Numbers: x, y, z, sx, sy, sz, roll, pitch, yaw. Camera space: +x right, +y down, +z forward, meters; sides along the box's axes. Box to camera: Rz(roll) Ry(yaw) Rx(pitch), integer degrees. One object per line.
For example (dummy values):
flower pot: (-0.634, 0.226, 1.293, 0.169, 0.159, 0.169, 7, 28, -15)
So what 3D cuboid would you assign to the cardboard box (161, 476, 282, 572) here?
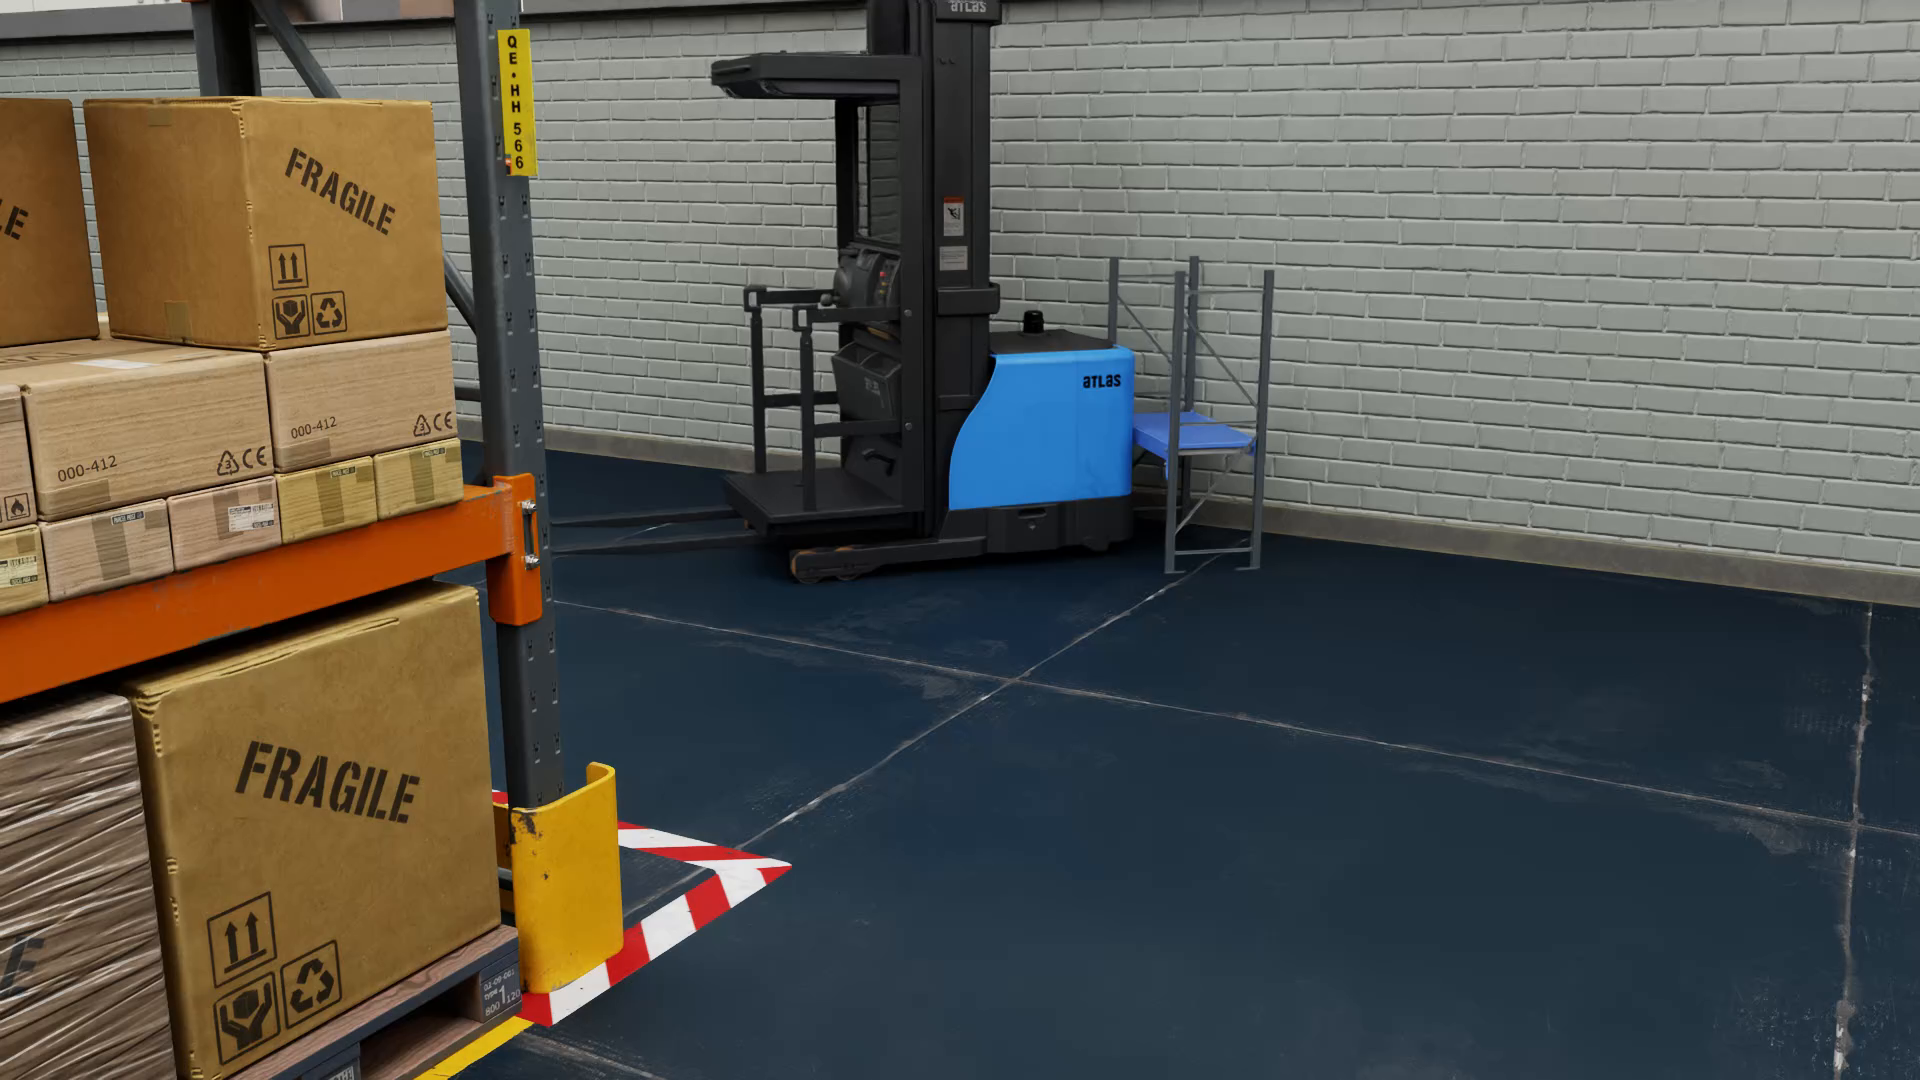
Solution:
cardboard box: (-1.621, -0.055, 3.398, 0.380, 0.149, 0.250, 7, 15, 28)

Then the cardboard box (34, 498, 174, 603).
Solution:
cardboard box: (-1.742, -0.004, 3.186, 0.380, 0.149, 0.250, 8, 16, 29)

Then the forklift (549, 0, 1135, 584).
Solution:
forklift: (-0.657, -1.347, 8.367, 3.031, 2.935, 1.130, -5, 14, -20)

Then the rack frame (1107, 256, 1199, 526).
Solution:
rack frame: (1.047, -0.804, 9.162, 0.500, 1.500, 0.032, -3, 14, -13)

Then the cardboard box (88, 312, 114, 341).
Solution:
cardboard box: (-1.958, -0.397, 3.963, 0.500, 0.250, 0.500, 7, 15, 27)

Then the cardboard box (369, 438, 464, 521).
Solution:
cardboard box: (-1.374, -0.160, 3.834, 0.380, 0.149, 0.250, 8, 16, 29)

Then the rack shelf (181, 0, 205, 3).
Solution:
rack shelf: (-2.457, -1.091, 2.293, 1.077, 0.370, 4.000, 7, 15, 28)

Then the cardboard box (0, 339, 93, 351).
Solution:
cardboard box: (-2.204, -0.289, 3.518, 0.500, 0.250, 0.500, 7, 15, 27)

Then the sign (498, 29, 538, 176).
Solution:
sign: (-1.022, -1.006, 3.832, 0.100, 0.325, 0.005, 7, 15, 28)

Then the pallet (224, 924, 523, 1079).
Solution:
pallet: (-1.808, 1.136, 3.872, 1.003, 0.211, 1.213, 7, 15, 28)

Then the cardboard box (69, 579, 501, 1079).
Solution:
cardboard box: (-1.729, 0.576, 3.880, 0.875, 0.875, 0.875, 7, 15, 28)

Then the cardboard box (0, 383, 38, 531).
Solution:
cardboard box: (-1.983, -0.126, 2.843, 0.500, 0.250, 0.500, 7, 15, 26)

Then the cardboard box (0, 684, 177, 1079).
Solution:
cardboard box: (-2.169, 0.763, 3.105, 0.875, 0.875, 0.875, 7, 15, 28)

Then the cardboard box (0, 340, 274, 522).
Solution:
cardboard box: (-1.738, -0.231, 3.277, 0.500, 0.250, 0.500, 7, 15, 27)

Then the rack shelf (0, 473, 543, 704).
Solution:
rack shelf: (-2.457, 0.367, 2.645, 1.077, 0.370, 4.000, 7, 15, 28)

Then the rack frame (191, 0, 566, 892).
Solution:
rack frame: (-1.490, -0.393, 4.262, 1.000, 3.000, 0.127, 7, 15, 28)

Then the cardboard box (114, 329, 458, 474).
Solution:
cardboard box: (-1.492, -0.335, 3.708, 0.500, 0.250, 0.500, 7, 15, 27)

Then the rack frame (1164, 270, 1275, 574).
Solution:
rack frame: (1.274, -0.572, 8.198, 0.500, 1.500, 0.032, -3, 14, -13)

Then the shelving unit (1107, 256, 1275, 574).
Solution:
shelving unit: (1.161, -0.688, 8.680, 0.538, 1.500, 1.048, -3, 14, -13)

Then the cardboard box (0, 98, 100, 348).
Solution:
cardboard box: (-2.200, -0.658, 3.450, 0.500, 0.500, 0.500, 7, 15, 27)

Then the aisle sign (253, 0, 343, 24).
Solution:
aisle sign: (-1.718, -1.705, 4.160, 0.394, 0.787, 0.004, 7, 15, 28)

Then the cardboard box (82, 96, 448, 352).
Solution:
cardboard box: (-1.495, -0.699, 3.619, 0.500, 0.500, 0.500, 8, 16, 29)

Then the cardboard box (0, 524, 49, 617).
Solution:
cardboard box: (-1.866, 0.049, 2.964, 0.380, 0.149, 0.250, 7, 15, 27)

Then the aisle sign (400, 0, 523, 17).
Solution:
aisle sign: (-1.192, -1.637, 3.878, 0.394, 0.787, 0.004, 7, 15, 28)

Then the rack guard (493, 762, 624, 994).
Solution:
rack guard: (-1.478, 0.818, 4.576, 1.175, 0.500, 0.348, 7, 15, 28)

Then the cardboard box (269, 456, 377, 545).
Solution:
cardboard box: (-1.498, -0.107, 3.612, 0.380, 0.149, 0.250, 8, 15, 29)

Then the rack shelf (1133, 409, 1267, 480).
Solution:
rack shelf: (1.159, -0.513, 8.722, 0.538, 0.185, 1.000, -3, 14, -13)
